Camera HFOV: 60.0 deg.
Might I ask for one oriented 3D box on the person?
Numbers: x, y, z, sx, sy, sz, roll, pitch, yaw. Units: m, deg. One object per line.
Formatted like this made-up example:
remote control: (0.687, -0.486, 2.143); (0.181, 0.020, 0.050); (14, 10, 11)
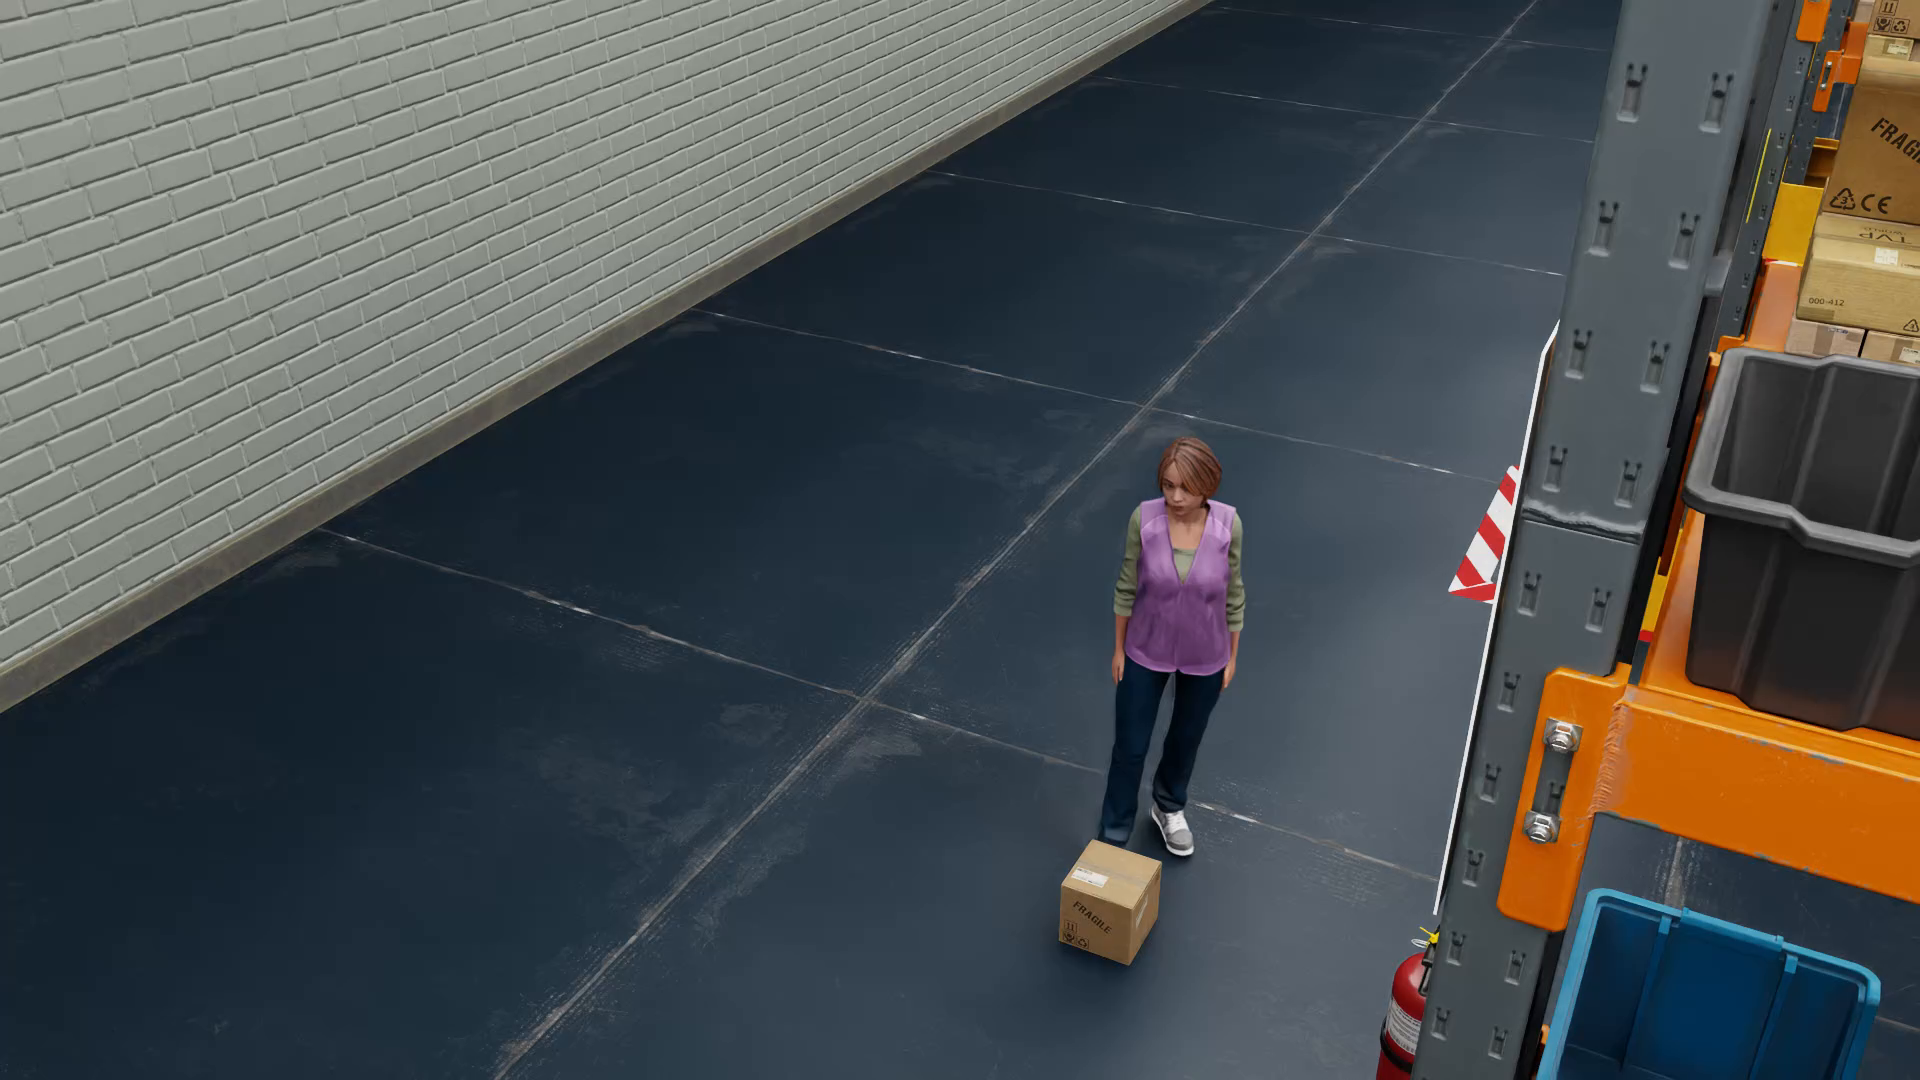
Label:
person: (0.697, 0.417, 5.413); (0.437, 1.601, 0.522); (3, 31, 4)
